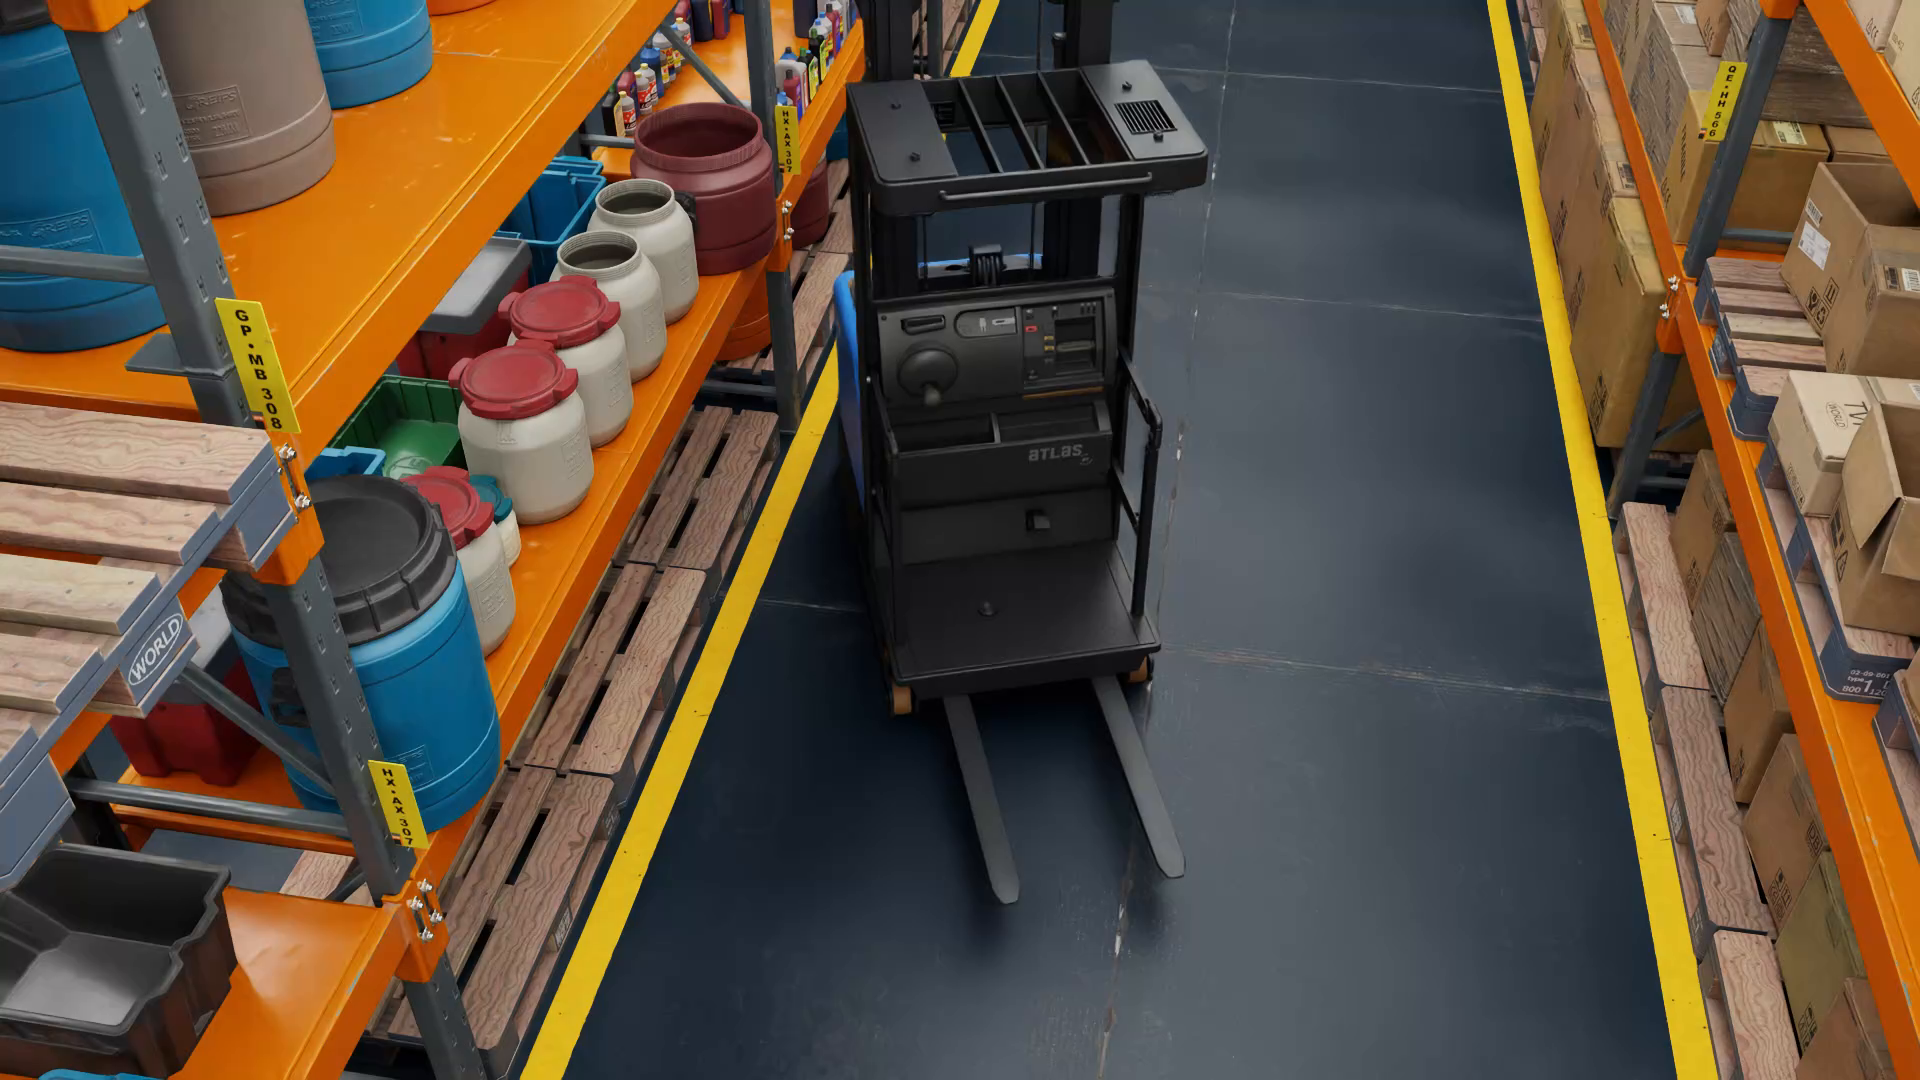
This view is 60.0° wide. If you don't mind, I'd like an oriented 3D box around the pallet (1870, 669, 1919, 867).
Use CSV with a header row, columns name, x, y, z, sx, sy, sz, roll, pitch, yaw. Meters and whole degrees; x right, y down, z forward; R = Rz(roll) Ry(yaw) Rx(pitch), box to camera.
name,x,y,z,sx,sy,sz,roll,pitch,yaw
pallet,3.151,0.889,4.471,1.003,0.211,1.213,6,40,8

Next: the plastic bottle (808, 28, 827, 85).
name,x,y,z,sx,sy,sz,roll,pitch,yaw
plastic bottle,-0.729,-2.483,8.491,0.061,0.283,0.133,6,40,8

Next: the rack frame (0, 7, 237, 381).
name,x,y,z,sx,sy,sz,roll,pitch,yaw
rack frame,-2.003,-1.579,2.598,1.000,3.000,0.127,6,40,8

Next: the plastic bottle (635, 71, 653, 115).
name,x,y,z,sx,sy,sz,roll,pitch,yaw
plastic bottle,-1.583,-2.217,8.234,0.097,0.201,0.097,0,40,0

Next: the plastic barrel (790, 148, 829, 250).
name,x,y,z,sx,sy,sz,roll,pitch,yaw
plastic barrel,-1.047,-2.028,9.412,0.600,0.588,0.708,6,40,8

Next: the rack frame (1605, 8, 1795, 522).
name,x,y,z,sx,sy,sz,roll,pitch,yaw
rack frame,3.568,-1.232,6.886,1.000,3.000,0.127,6,40,8

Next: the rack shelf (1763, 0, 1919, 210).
name,x,y,z,sx,sy,sz,roll,pitch,yaw
rack shelf,3.221,-0.855,4.641,1.077,0.370,4.000,6,40,8

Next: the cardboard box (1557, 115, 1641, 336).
name,x,y,z,sx,sy,sz,roll,pitch,yaw
cardboard box,3.869,-1.564,8.625,1.225,0.875,0.875,7,40,8

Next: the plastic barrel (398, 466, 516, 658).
name,x,y,z,sx,sy,sz,roll,pitch,yaw
plastic barrel,-1.621,0.104,5.163,0.433,0.535,0.433,0,40,0

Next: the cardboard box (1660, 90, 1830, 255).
name,x,y,z,sx,sy,sz,roll,pitch,yaw
cardboard box,3.409,-1.607,7.261,0.500,0.500,0.500,8,40,9

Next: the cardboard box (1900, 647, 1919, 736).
name,x,y,z,sx,sy,sz,roll,pitch,yaw
cardboard box,3.151,0.403,4.109,1.000,1.000,1.000,7,40,8

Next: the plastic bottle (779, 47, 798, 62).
name,x,y,z,sx,sy,sz,roll,pitch,yaw
plastic bottle,-0.850,-2.331,8.316,0.097,0.271,0.097,0,40,0

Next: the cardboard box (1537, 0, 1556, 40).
name,x,y,z,sx,sy,sz,roll,pitch,yaw
cardboard box,4.608,-4.055,11.639,0.875,0.875,0.875,6,40,8

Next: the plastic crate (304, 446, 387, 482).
name,x,y,z,sx,sy,sz,roll,pitch,yaw
plastic crate,-2.118,0.012,5.394,0.392,0.384,0.575,6,40,8

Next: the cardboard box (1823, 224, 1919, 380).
name,x,y,z,sx,sy,sz,roll,pitch,yaw
cardboard box,3.515,-0.727,5.868,0.700,0.500,0.500,12,41,14

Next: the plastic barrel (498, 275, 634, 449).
name,x,y,z,sx,sy,sz,roll,pitch,yaw
plastic barrel,-1.420,-0.628,6.049,0.433,0.535,0.433,0,40,0

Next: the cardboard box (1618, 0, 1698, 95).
name,x,y,z,sx,sy,sz,roll,pitch,yaw
cardboard box,3.677,-2.565,8.420,0.500,0.500,0.500,7,40,9

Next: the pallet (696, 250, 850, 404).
name,x,y,z,sx,sy,sz,roll,pitch,yaw
pallet,-1.215,-1.202,9.039,1.003,0.211,1.213,6,40,8

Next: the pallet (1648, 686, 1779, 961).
name,x,y,z,sx,sy,sz,roll,pitch,yaw
pallet,3.217,1.097,6.258,1.003,0.211,1.213,6,40,8

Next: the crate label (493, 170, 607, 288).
name,x,y,z,sx,sy,sz,roll,pitch,yaw
crate label,-1.749,-1.198,6.817,0.502,0.435,0.616,6,40,8

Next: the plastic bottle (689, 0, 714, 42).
name,x,y,z,sx,sy,sz,roll,pitch,yaw
plastic bottle,-1.395,-2.872,8.909,0.144,0.351,0.185,6,40,8

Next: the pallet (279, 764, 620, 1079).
name,x,y,z,sx,sy,sz,roll,pitch,yaw
pallet,-1.905,1.310,6.000,1.003,0.211,1.213,6,40,8

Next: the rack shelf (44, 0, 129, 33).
name,x,y,z,sx,sy,sz,roll,pitch,yaw
rack shelf,-2.349,0.107,1.437,1.077,0.370,4.000,6,40,8

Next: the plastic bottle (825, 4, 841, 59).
name,x,y,z,sx,sy,sz,roll,pitch,yaw
plastic bottle,-0.673,-2.689,8.740,0.061,0.283,0.133,6,40,8

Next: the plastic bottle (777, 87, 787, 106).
name,x,y,z,sx,sy,sz,roll,pitch,yaw
plastic bottle,-0.870,-2.034,7.957,0.097,0.271,0.097,0,40,0

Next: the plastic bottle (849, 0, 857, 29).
name,x,y,z,sx,sy,sz,roll,pitch,yaw
plastic bottle,-0.646,-2.965,9.021,0.144,0.351,0.185,6,40,8

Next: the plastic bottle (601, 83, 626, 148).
name,x,y,z,sx,sy,sz,roll,pitch,yaw
plastic bottle,-1.661,-2.034,7.947,0.061,0.283,0.133,6,40,8

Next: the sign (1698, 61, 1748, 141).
name,x,y,z,sx,sy,sz,roll,pitch,yaw
sign,3.020,-1.737,6.588,0.100,0.325,0.005,6,40,8

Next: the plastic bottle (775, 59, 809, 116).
name,x,y,z,sx,sy,sz,roll,pitch,yaw
plastic bottle,-0.837,-2.256,8.222,0.152,0.276,0.135,6,40,8

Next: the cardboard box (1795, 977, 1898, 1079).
name,x,y,z,sx,sy,sz,roll,pitch,yaw
cardboard box,3.003,1.690,4.969,0.700,0.500,0.500,4,40,4

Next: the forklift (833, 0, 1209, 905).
name,x,y,z,sx,sy,sz,roll,pitch,yaw
forklift,0.191,-0.664,6.253,1.130,2.935,3.031,-7,40,-8

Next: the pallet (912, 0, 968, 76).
name,x,y,z,sx,sy,sz,roll,pitch,yaw
pallet,-0.529,-3.679,12.034,1.003,0.211,1.213,6,40,8

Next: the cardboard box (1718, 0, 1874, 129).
name,x,y,z,sx,sy,sz,roll,pitch,yaw
cardboard box,3.710,-2.114,7.087,0.797,0.503,0.637,8,40,9

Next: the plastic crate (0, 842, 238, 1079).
name,x,y,z,sx,sy,sz,roll,pitch,yaw
plastic crate,-2.219,1.071,4.149,0.767,0.338,0.504,6,40,8

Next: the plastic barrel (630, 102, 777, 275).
name,x,y,z,sx,sy,sz,roll,pitch,yaw
plastic barrel,-1.093,-1.505,7.110,0.600,0.536,0.708,6,40,8

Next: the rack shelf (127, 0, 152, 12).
name,x,y,z,sx,sy,sz,roll,pitch,yaw
rack shelf,-1.657,-2.403,4.473,1.077,0.370,4.000,6,40,8

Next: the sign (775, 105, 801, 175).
name,x,y,z,sx,sy,sz,roll,pitch,yaw
sign,-0.768,-1.784,7.426,0.100,0.325,0.005,6,40,8

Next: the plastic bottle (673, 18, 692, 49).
name,x,y,z,sx,sy,sz,roll,pitch,yaw
plastic bottle,-1.465,-2.645,8.751,0.097,0.201,0.097,0,40,0

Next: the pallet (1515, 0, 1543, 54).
name,x,y,z,sx,sy,sz,roll,pitch,yaw
pallet,4.677,-3.904,12.306,1.003,0.211,1.213,6,40,8

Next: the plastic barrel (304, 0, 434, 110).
name,x,y,z,sx,sy,sz,roll,pitch,yaw
plastic barrel,-1.902,-1.781,4.802,0.600,0.901,0.708,6,40,8

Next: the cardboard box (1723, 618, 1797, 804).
name,x,y,z,sx,sy,sz,roll,pitch,yaw
cardboard box,3.297,0.691,6.177,0.700,0.500,0.500,10,41,11

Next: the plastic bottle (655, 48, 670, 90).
name,x,y,z,sx,sy,sz,roll,pitch,yaw
plastic bottle,-1.532,-2.401,8.455,0.097,0.201,0.097,0,40,0
